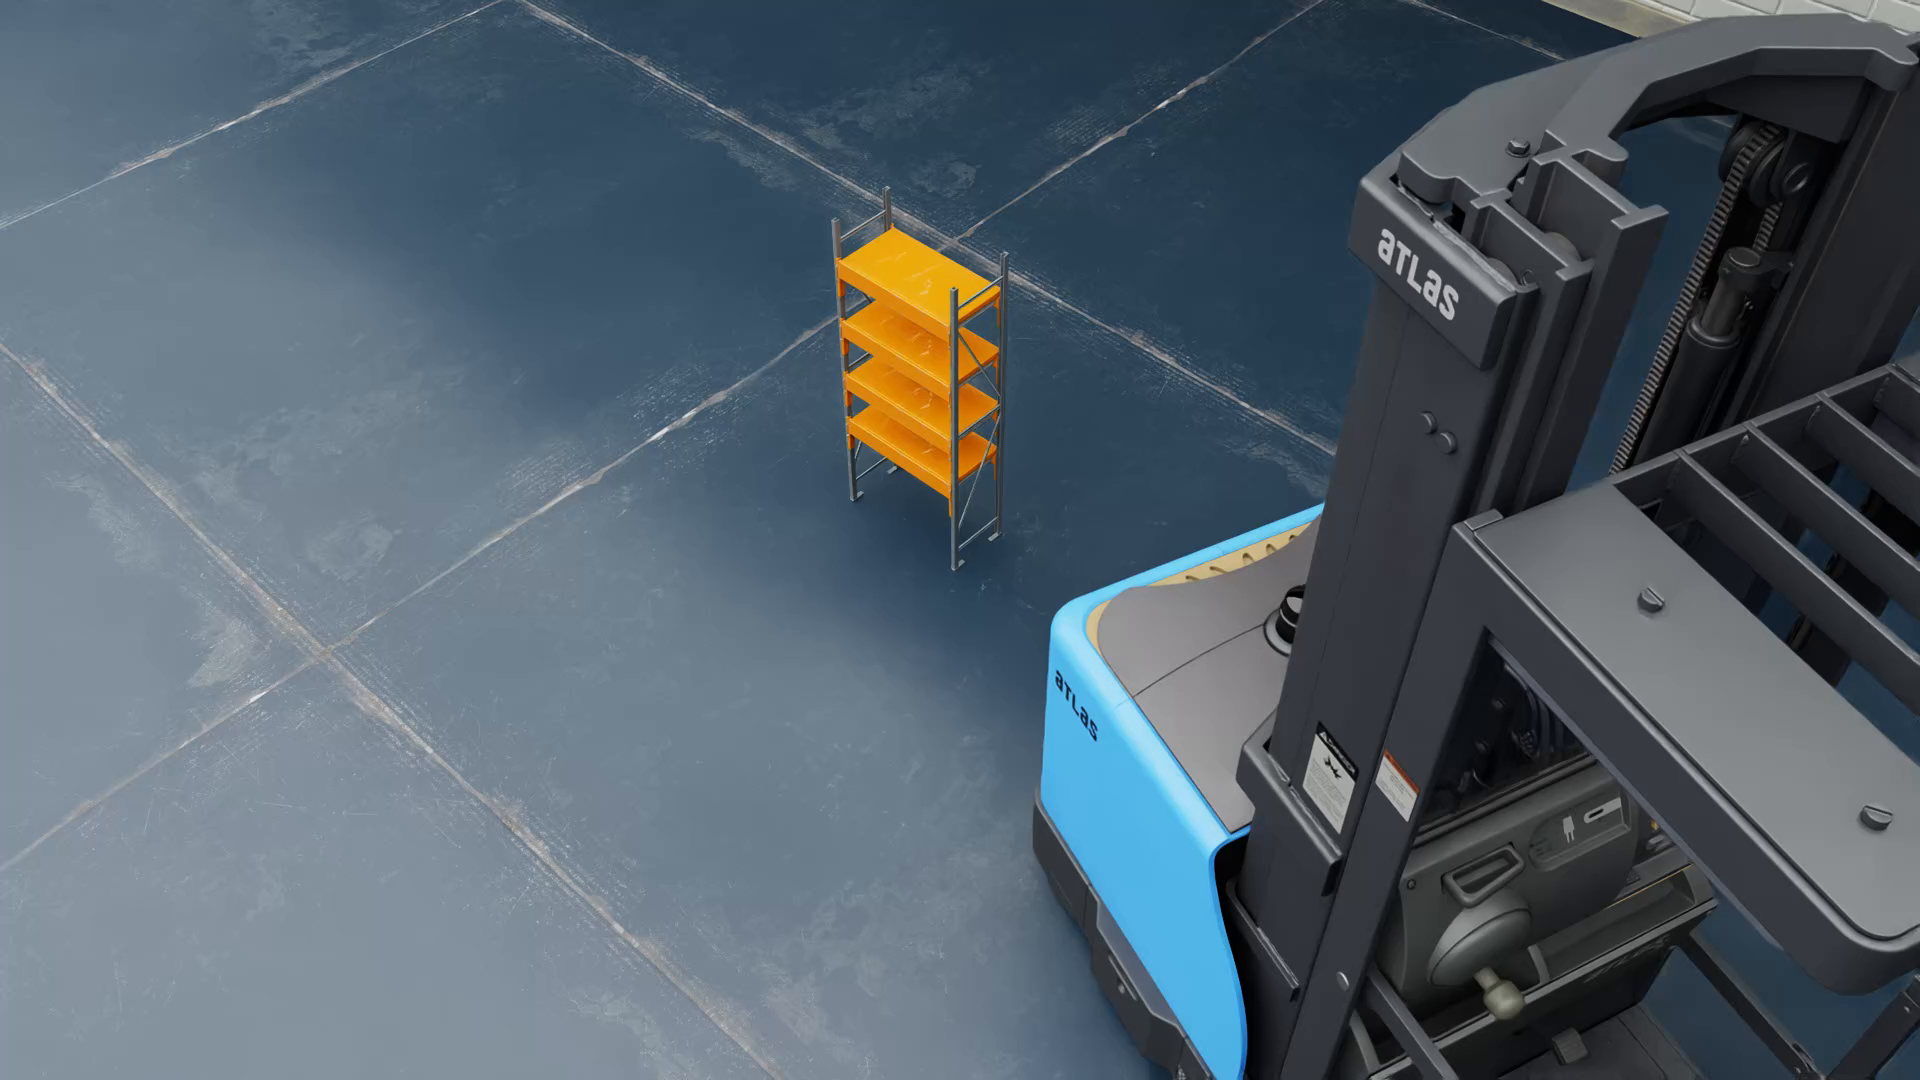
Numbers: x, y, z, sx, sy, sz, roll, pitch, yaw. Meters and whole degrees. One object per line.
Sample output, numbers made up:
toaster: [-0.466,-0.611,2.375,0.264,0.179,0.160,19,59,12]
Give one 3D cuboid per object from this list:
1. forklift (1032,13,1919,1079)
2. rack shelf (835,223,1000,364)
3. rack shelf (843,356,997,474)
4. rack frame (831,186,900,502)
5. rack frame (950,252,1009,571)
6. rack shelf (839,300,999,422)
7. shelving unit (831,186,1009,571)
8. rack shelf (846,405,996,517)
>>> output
forklift: [1.318,0.705,3.077,1.130,2.935,3.031,-20,50,-18]
rack shelf: [-0.122,-0.762,5.103,0.480,0.148,0.258,34,55,28]
rack shelf: [-0.122,-0.446,5.438,0.480,0.148,0.258,34,55,28]
rack frame: [-0.301,-0.613,5.503,0.015,1.200,0.240,34,55,28]
rack frame: [0.058,-0.372,5.276,0.015,1.200,0.240,34,55,28]
rack shelf: [-0.122,-0.600,5.275,0.480,0.148,0.258,34,55,28]
shelving unit: [-0.122,-0.493,5.389,0.503,1.200,0.258,34,55,28]
rack shelf: [-0.122,-0.311,5.583,0.480,0.148,0.258,34,55,28]
